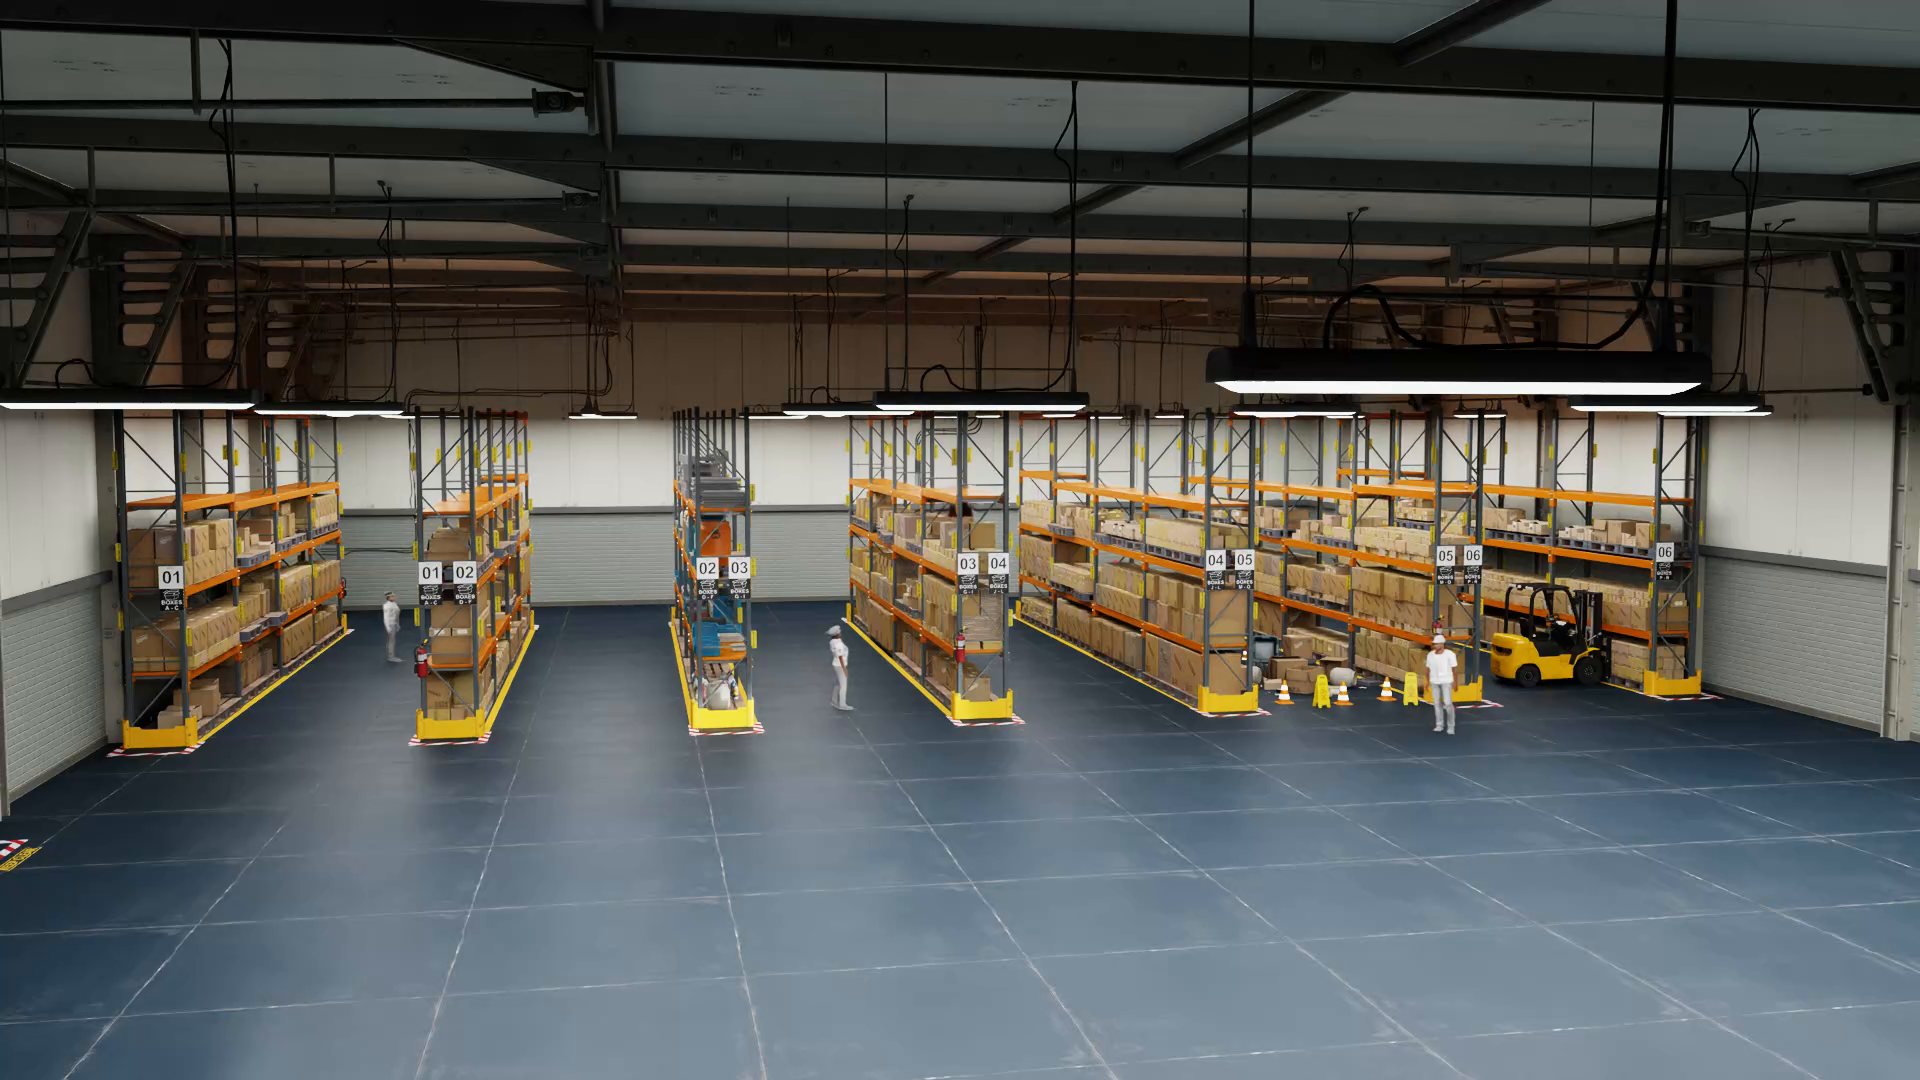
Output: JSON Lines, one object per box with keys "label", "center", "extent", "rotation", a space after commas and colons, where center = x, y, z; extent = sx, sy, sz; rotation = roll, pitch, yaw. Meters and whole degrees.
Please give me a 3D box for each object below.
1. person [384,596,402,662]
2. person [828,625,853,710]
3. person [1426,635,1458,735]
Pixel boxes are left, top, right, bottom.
{"label": "person", "center": [-13.566, 2.072, 39.831], "extent": [0.393, 1.666, 0.504], "rotation": [0, 4, -6]}
{"label": "person", "center": [-2.389, 2.555, 33.171], "extent": [0.488, 1.741, 0.528], "rotation": [0, 4, -6]}
{"label": "person", "center": [8.886, 2.662, 30.730], "extent": [0.640, 1.801, 0.391], "rotation": [4, 6, 42]}
